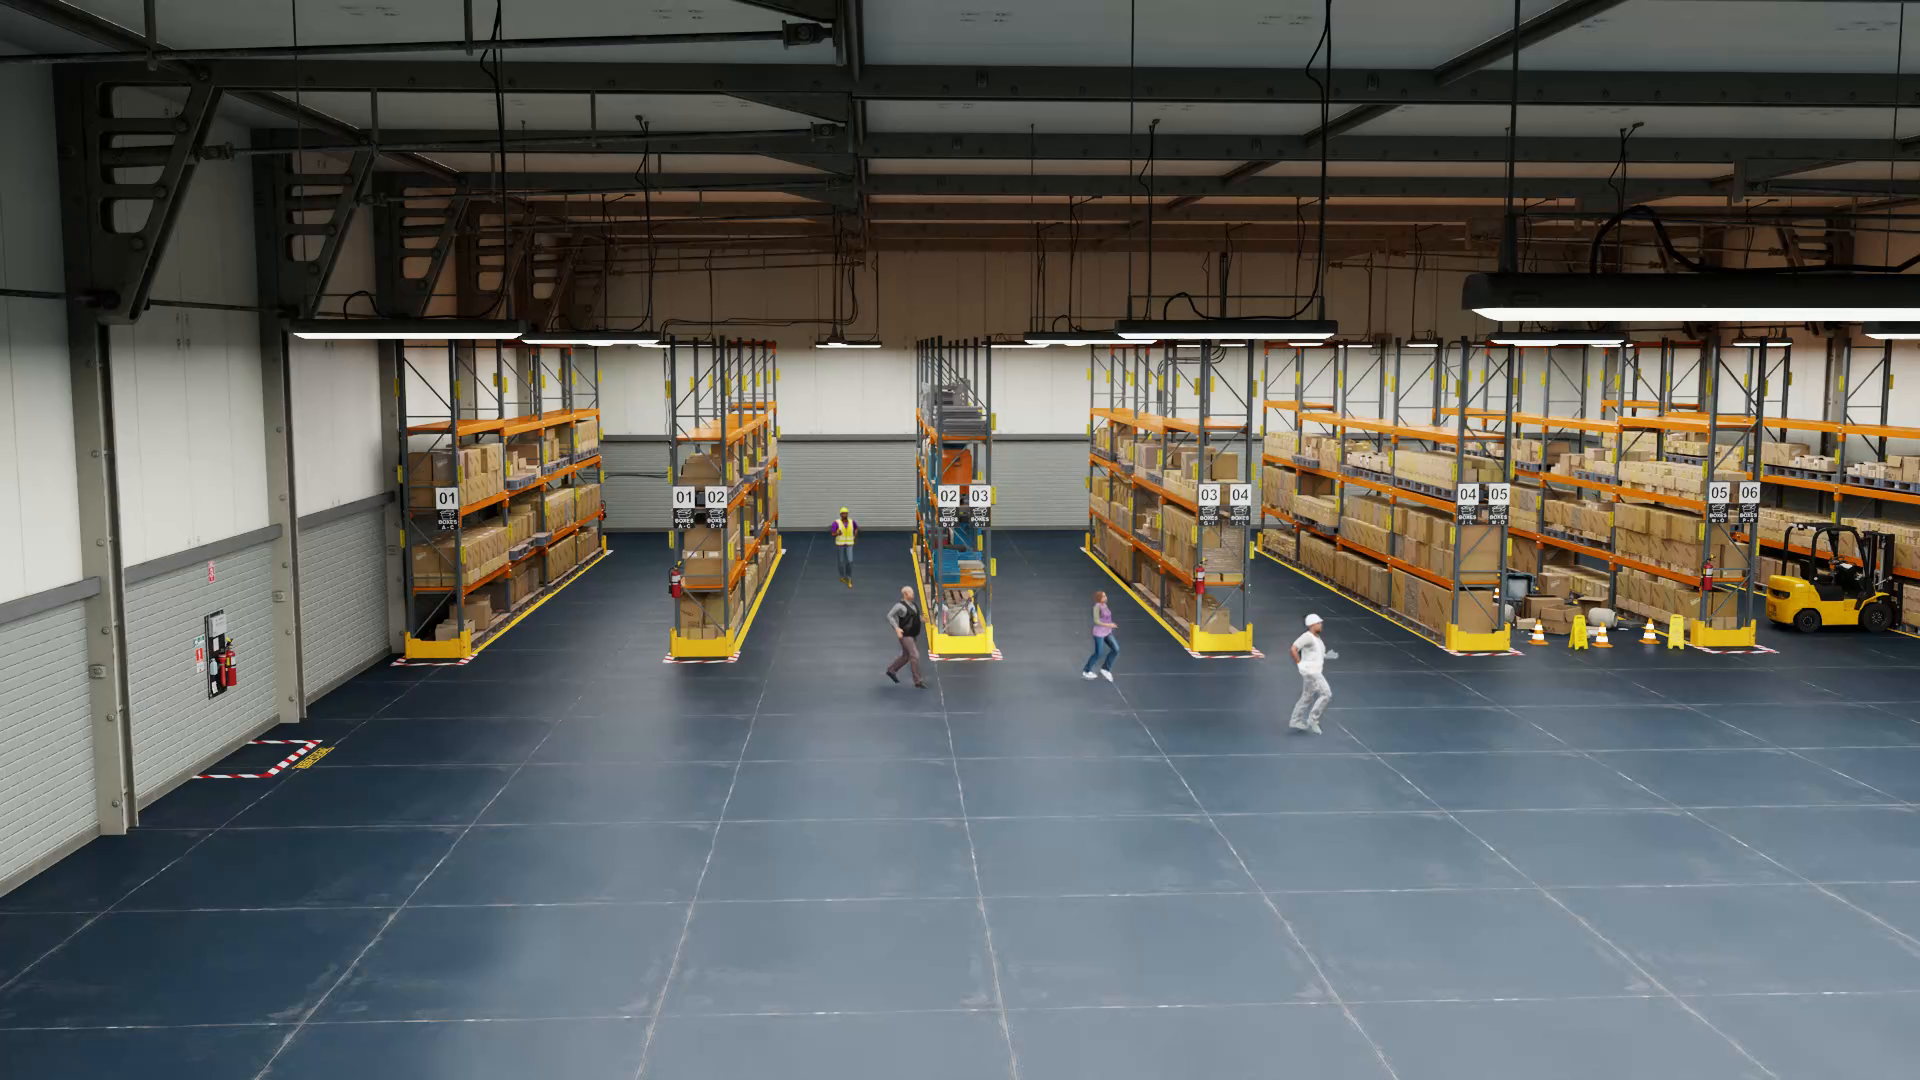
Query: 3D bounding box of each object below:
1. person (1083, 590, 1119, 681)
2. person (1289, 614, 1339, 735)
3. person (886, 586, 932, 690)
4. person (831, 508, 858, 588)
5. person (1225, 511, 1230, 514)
[{"bbox_3d":[2.466,1.668,28.941,0.669,1.583,0.543,4,8,32],"label":"person"},{"bbox_3d":[5.315,2.013,24.966,0.702,1.805,0.671,2,7,17],"label":"person"},{"bbox_3d":[-0.878,1.640,28.206,0.947,1.715,0.658,3,7,26],"label":"person"},{"bbox_3d":[-2.675,0.180,38.780,0.673,1.875,0.695,-1,7,-12],"label":"person"},{"bbox_3d":[7.511,-0.211,45.478,0.716,1.595,0.989,-1,7,-6],"label":"person"}]
